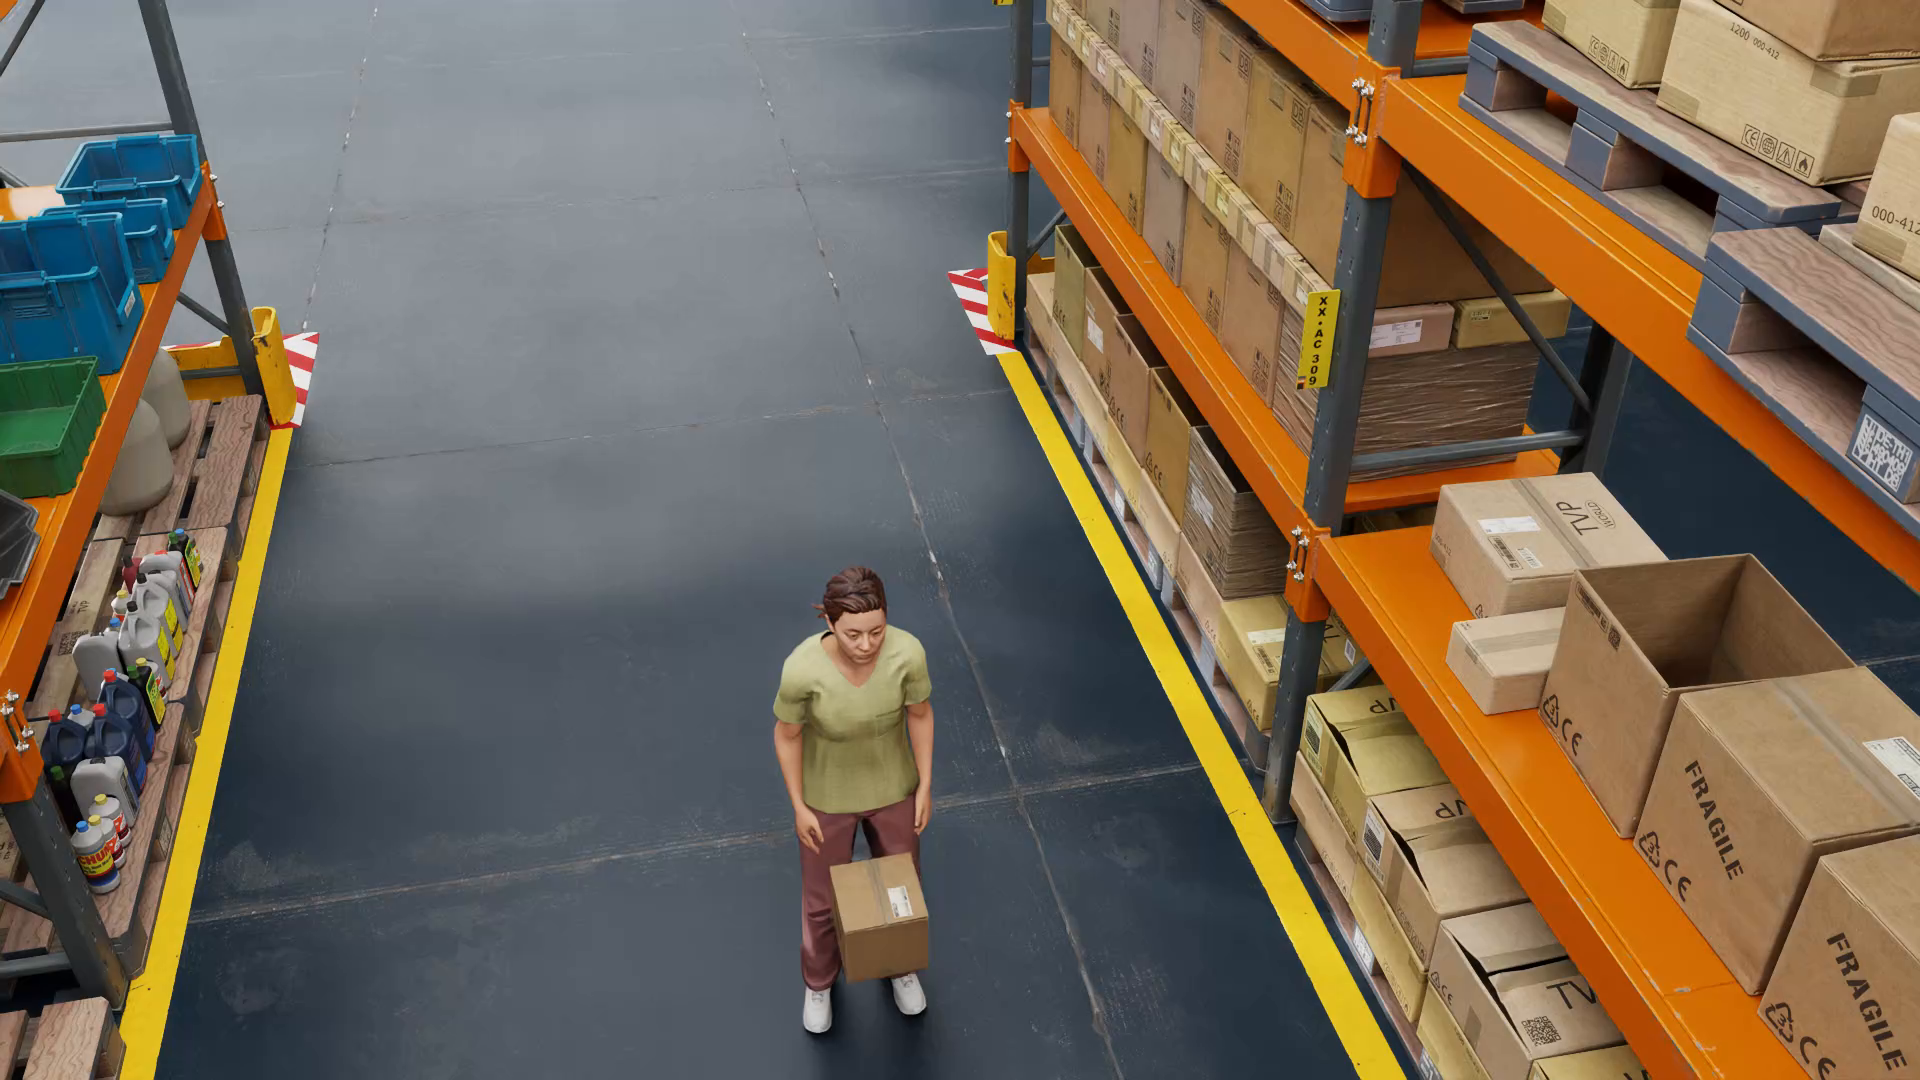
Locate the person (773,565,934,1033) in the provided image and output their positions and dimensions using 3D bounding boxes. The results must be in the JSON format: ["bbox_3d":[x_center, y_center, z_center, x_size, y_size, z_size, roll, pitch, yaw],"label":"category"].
[{"bbox_3d":[-0.300,0.776,5.011,0.480,1.676,0.362,-8,35,-12],"label":"person"}]
